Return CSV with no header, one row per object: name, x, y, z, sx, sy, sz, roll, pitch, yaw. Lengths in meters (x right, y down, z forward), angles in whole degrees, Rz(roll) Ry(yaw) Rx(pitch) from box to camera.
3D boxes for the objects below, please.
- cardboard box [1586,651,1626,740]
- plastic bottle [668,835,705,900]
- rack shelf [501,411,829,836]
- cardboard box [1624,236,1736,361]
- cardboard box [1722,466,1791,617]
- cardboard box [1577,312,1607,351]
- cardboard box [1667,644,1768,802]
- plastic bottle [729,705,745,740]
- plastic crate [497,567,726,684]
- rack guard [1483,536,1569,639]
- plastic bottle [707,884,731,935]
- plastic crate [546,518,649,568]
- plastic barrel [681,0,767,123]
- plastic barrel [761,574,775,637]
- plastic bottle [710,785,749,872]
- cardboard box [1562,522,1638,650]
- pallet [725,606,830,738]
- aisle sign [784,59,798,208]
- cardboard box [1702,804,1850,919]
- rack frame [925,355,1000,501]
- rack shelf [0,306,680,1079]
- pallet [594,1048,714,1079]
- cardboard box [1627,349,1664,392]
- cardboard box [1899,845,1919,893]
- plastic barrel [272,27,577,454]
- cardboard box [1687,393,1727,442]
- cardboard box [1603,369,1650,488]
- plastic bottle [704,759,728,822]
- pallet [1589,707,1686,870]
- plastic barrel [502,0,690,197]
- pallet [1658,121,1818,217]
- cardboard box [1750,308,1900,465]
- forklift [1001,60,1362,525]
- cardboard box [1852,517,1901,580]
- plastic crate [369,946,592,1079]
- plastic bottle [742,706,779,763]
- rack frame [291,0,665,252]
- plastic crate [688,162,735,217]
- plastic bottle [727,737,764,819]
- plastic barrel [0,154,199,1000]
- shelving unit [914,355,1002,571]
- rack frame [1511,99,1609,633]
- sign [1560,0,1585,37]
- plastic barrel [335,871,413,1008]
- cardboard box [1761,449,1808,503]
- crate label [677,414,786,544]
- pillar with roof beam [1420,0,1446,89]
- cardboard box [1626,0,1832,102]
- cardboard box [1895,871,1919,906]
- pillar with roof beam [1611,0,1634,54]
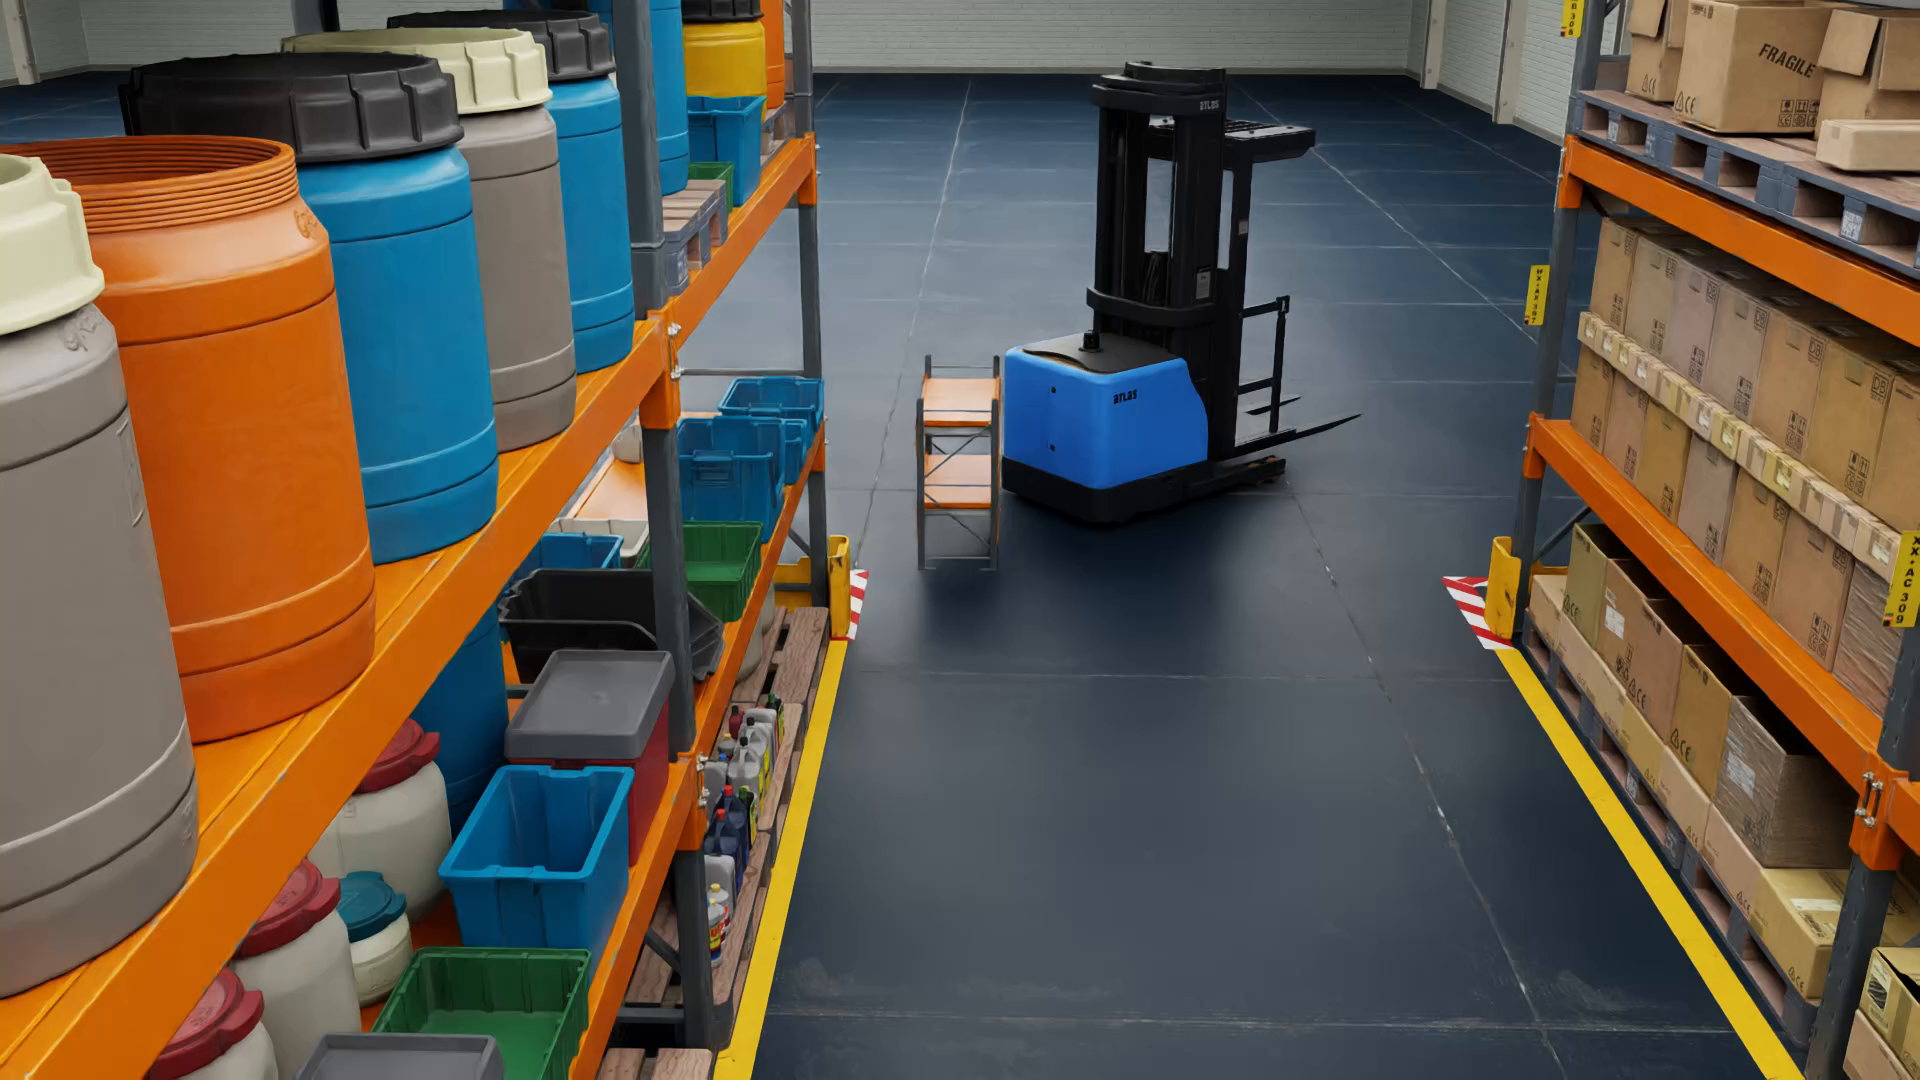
cardboard box,3.409,0.763,8.137,0.500,0.250,0.500,1,21,2
plastic bottle,-1.103,1.255,6.701,0.144,0.351,0.185,1,21,2
rack shelf,-1.337,0.126,7.551,1.077,0.370,4.000,1,21,2
cardboard box,3.635,-1.150,7.914,0.700,0.500,0.500,0,21,0
cardboard box,3.589,-0.009,6.768,0.700,0.500,0.500,1,21,2
cardboard box,3.447,-1.086,8.646,0.380,0.149,0.250,0,21,1
cardboard box,3.387,0.775,7.069,0.500,0.500,0.500,1,21,2
plastic bottle,-1.036,0.888,7.741,0.061,0.283,0.133,1,21,2
plastic crate,-1.255,0.355,6.053,0.767,0.338,0.504,1,21,2
rack guard,3.675,0.280,9.615,1.175,0.500,0.348,1,21,2
plastic bottle,-0.944,1.430,6.458,0.097,0.201,0.097,0,21,0
plastic crate,-1.602,0.047,7.125,0.530,0.136,0.437,1,21,2
plastic barrel,-1.184,-2.200,7.566,0.600,0.588,0.600,0,21,0
plastic barrel,-1.220,0.271,9.043,0.421,0.512,0.421,0,21,0
plastic bottle,-0.953,1.188,6.873,0.144,0.351,0.185,0,21,-1
cardboard box,3.422,0.233,8.467,0.500,0.500,0.500,1,21,2
pallet,-1.262,0.690,8.960,1.003,0.211,1.213,1,21,2
aisle sign,-0.977,-2.167,8.873,0.394,0.787,0.004,1,21,2
cardboard box,3.373,1.305,6.739,0.500,0.250,0.500,1,21,2
rack frame,0.015,-0.706,11.293,0.500,1.125,0.032,1,21,2
rack shelf,-1.459,0.174,3.281,1.077,0.370,4.000,1,21,2
pallet,-1.383,2.099,5.329,1.003,0.211,1.213,1,21,2
cardboard box,3.423,-0.809,7.932,0.380,0.149,0.250,0,21,1
cardboard box,3.880,1.142,6.122,0.500,0.500,0.500,1,21,2
plastic barrel,-1.217,-0.695,3.834,0.600,0.901,0.600,0,21,0
cardboard box,3.400,-0.530,7.213,0.380,0.149,0.250,1,21,2
cardboard box,3.636,-0.564,8.198,0.700,0.500,0.500,1,21,3
plastic bottle,-1.089,1.077,7.263,0.152,0.276,0.135,1,21,2
pallet,3.653,1.141,7.797,1.003,0.211,1.213,1,21,2
plastic barrel,-1.261,-1.672,5.772,0.600,0.901,0.708,1,21,2
pallet,3.593,-1.536,6.816,1.003,0.211,1.213,1,21,2
cardboard box,3.590,-0.606,6.512,0.700,0.500,0.500,1,21,2
forklift,1.752,-1.889,11.846,3.031,2.935,1.130,-17,27,-36
cardboard box,3.356,0.031,5.768,0.380,0.149,0.250,0,21,0
plastic crate,-1.169,1.246,3.965,0.450,0.188,0.662,1,21,2
plastic bottle,-0.929,0.892,7.740,0.152,0.276,0.135,1,21,2
rack frame,-1.398,-2.283,4.472,1.000,3.000,0.127,1,21,2
plastic crate,-1.078,-1.353,6.515,0.336,0.188,0.450,1,21,2
plastic bottle,-0.940,1.035,7.269,0.144,0.351,0.185,0,21,1
plastic barrel,-1.278,0.034,1.956,0.600,0.901,0.600,0,21,0
shelving unit,0.000,-0.522,10.819,0.538,1.125,1.048,1,21,2
rack frame,3.674,-0.876,9.141,1.000,3.000,0.127,1,21,2
sign,3.120,-2.727,8.447,0.100,0.325,0.005,1,21,2
plastic barrel,-1.592,1.056,4.353,0.301,0.262,0.301,0,21,0
cardboard box,3.380,-0.248,6.485,0.380,0.149,0.250,1,21,1
crate label,-1.062,-0.280,7.555,0.502,0.435,0.616,1,21,2
pillar with roof beam,6.079,-14.252,35.319,9.100,9.000,0.400,1,21,2
cardboard box,3.653,-2.376,7.943,0.797,0.503,0.637,2,21,5
cardboard box,3.870,1.492,6.258,0.500,0.250,0.500,1,21,2
pillar with roof beam,5.714,-9.913,24.137,9.100,9.000,0.400,1,21,2
